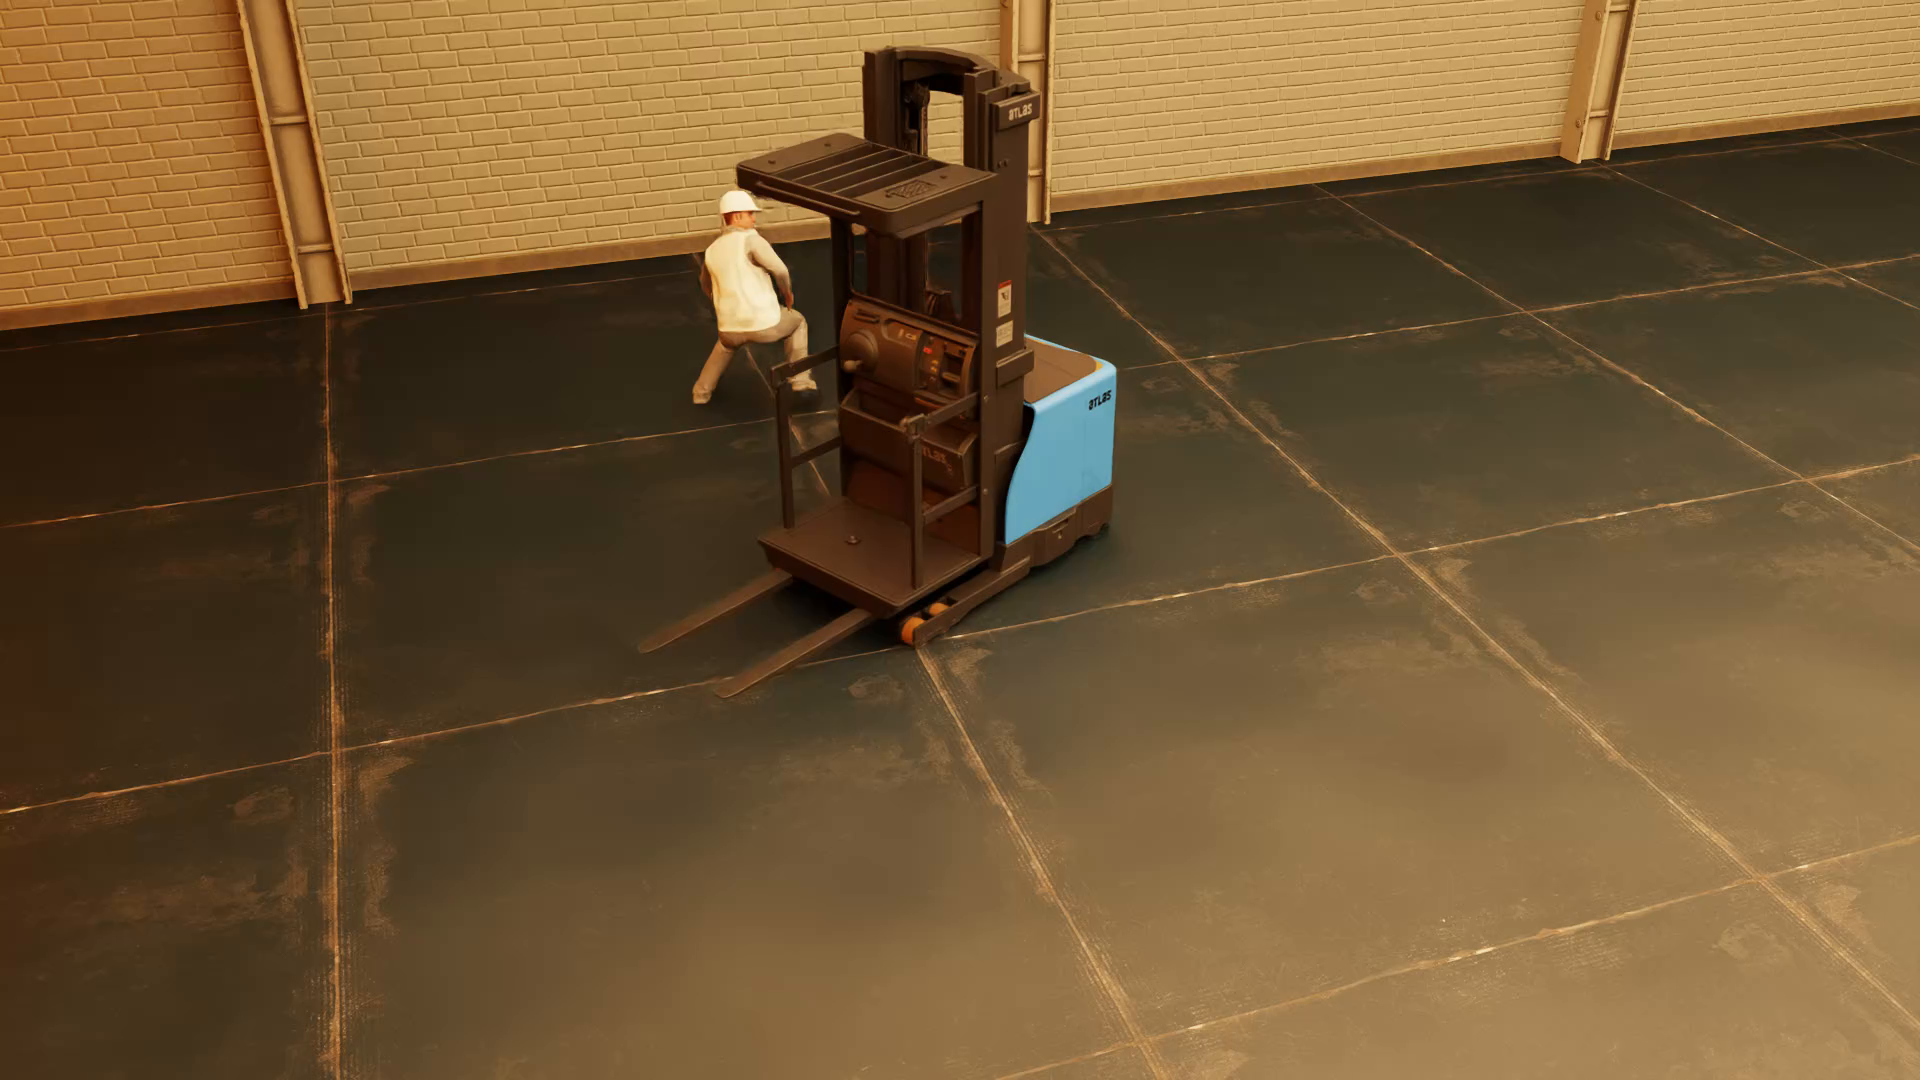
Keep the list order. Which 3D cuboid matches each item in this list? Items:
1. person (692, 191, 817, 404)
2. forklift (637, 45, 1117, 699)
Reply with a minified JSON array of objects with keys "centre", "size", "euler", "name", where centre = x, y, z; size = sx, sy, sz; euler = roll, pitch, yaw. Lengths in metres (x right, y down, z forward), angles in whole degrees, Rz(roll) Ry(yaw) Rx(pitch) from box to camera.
[{"centre":[-1.460,-1.593,11.341],"size":[0.881,1.548,0.691],"euler":[9,31,16],"name":"person"},{"centre":[-0.425,-0.970,8.773],"size":[1.130,2.935,3.031],"euler":[24,37,35],"name":"forklift"}]
